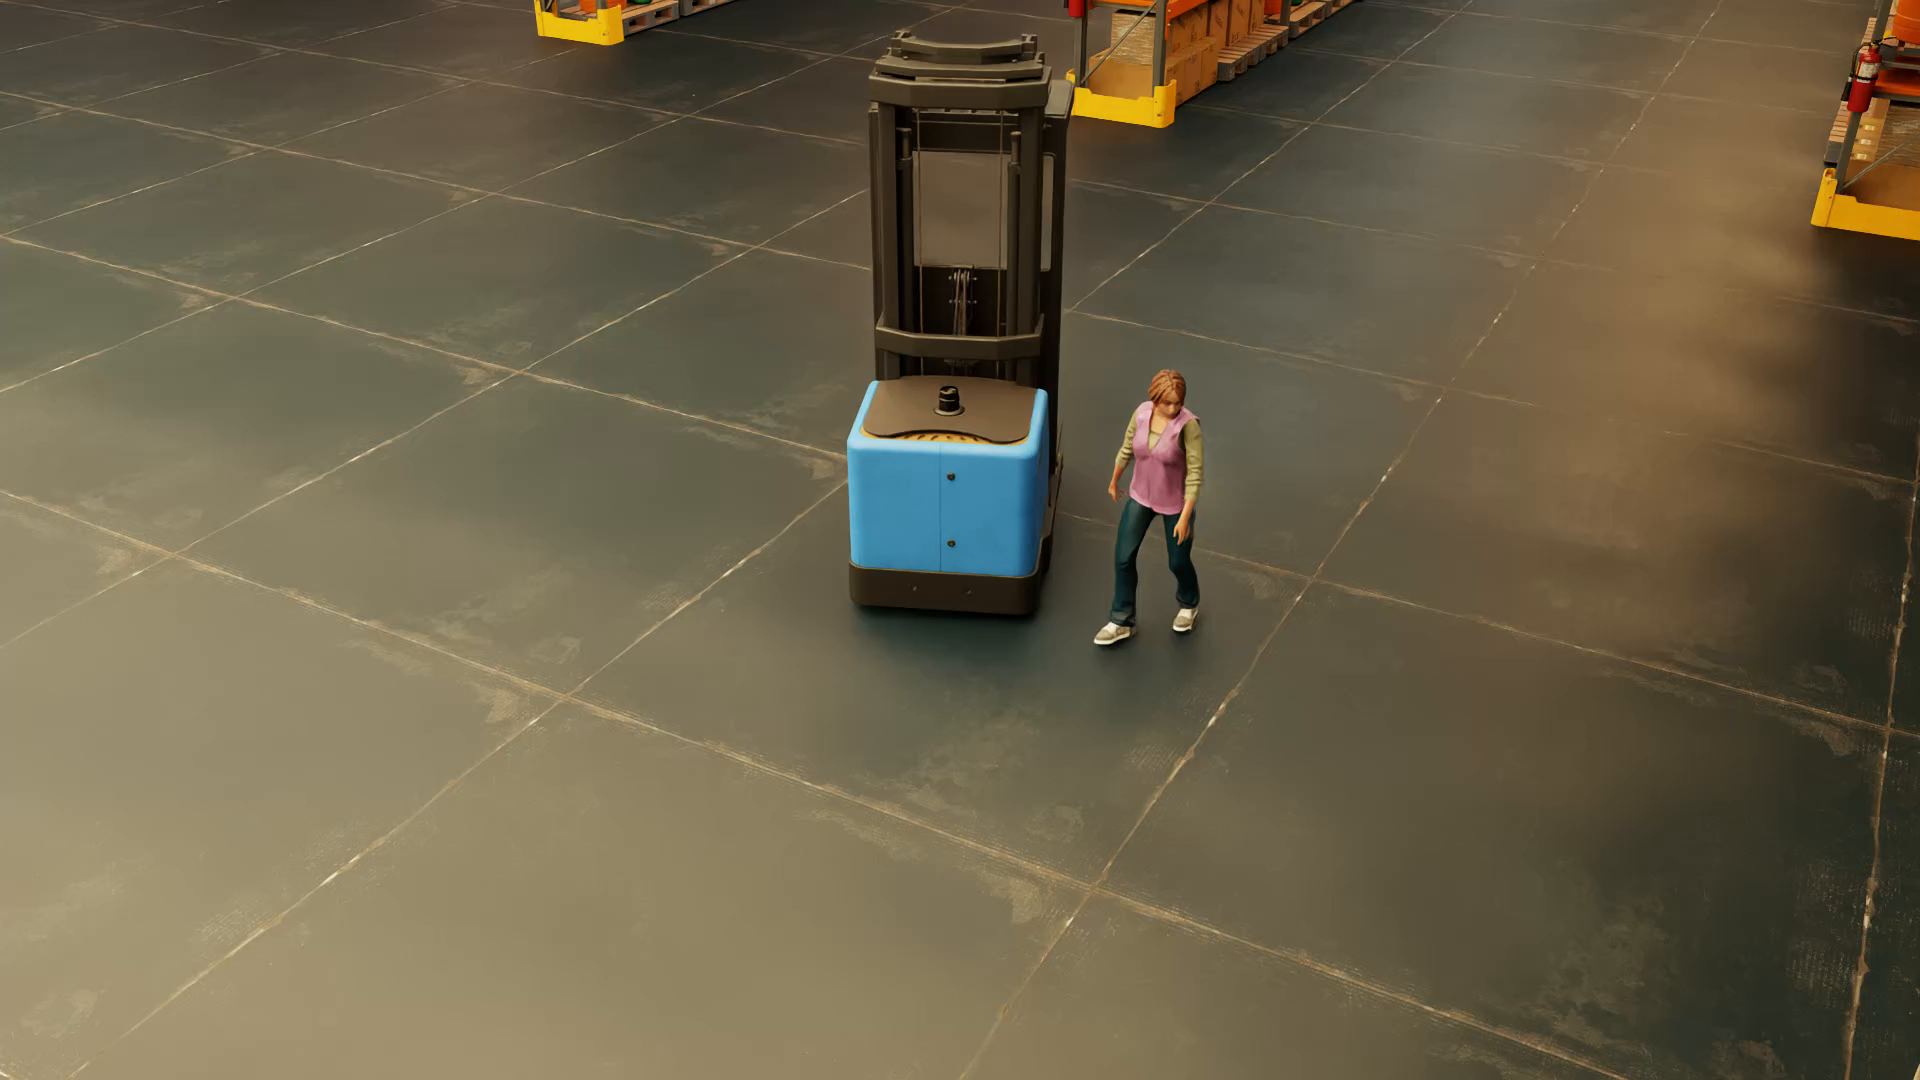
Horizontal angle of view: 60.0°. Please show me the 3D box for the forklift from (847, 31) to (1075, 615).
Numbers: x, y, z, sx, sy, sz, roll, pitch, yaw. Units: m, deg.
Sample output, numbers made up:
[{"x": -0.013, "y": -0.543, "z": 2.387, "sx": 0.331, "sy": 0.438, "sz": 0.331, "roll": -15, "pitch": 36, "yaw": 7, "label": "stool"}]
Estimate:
[{"x": 0.072, "y": -1.572, "z": 9.794, "sx": 1.130, "sy": 2.935, "sz": 3.031, "roll": 3, "pitch": 30, "yaw": 6, "label": "forklift"}]

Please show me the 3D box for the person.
[{"x": 1.001, "y": -0.181, "z": 8.769, "sx": 0.583, "sy": 1.555, "sz": 0.677, "roll": 16, "pitch": 34, "yaw": 26, "label": "person"}]
